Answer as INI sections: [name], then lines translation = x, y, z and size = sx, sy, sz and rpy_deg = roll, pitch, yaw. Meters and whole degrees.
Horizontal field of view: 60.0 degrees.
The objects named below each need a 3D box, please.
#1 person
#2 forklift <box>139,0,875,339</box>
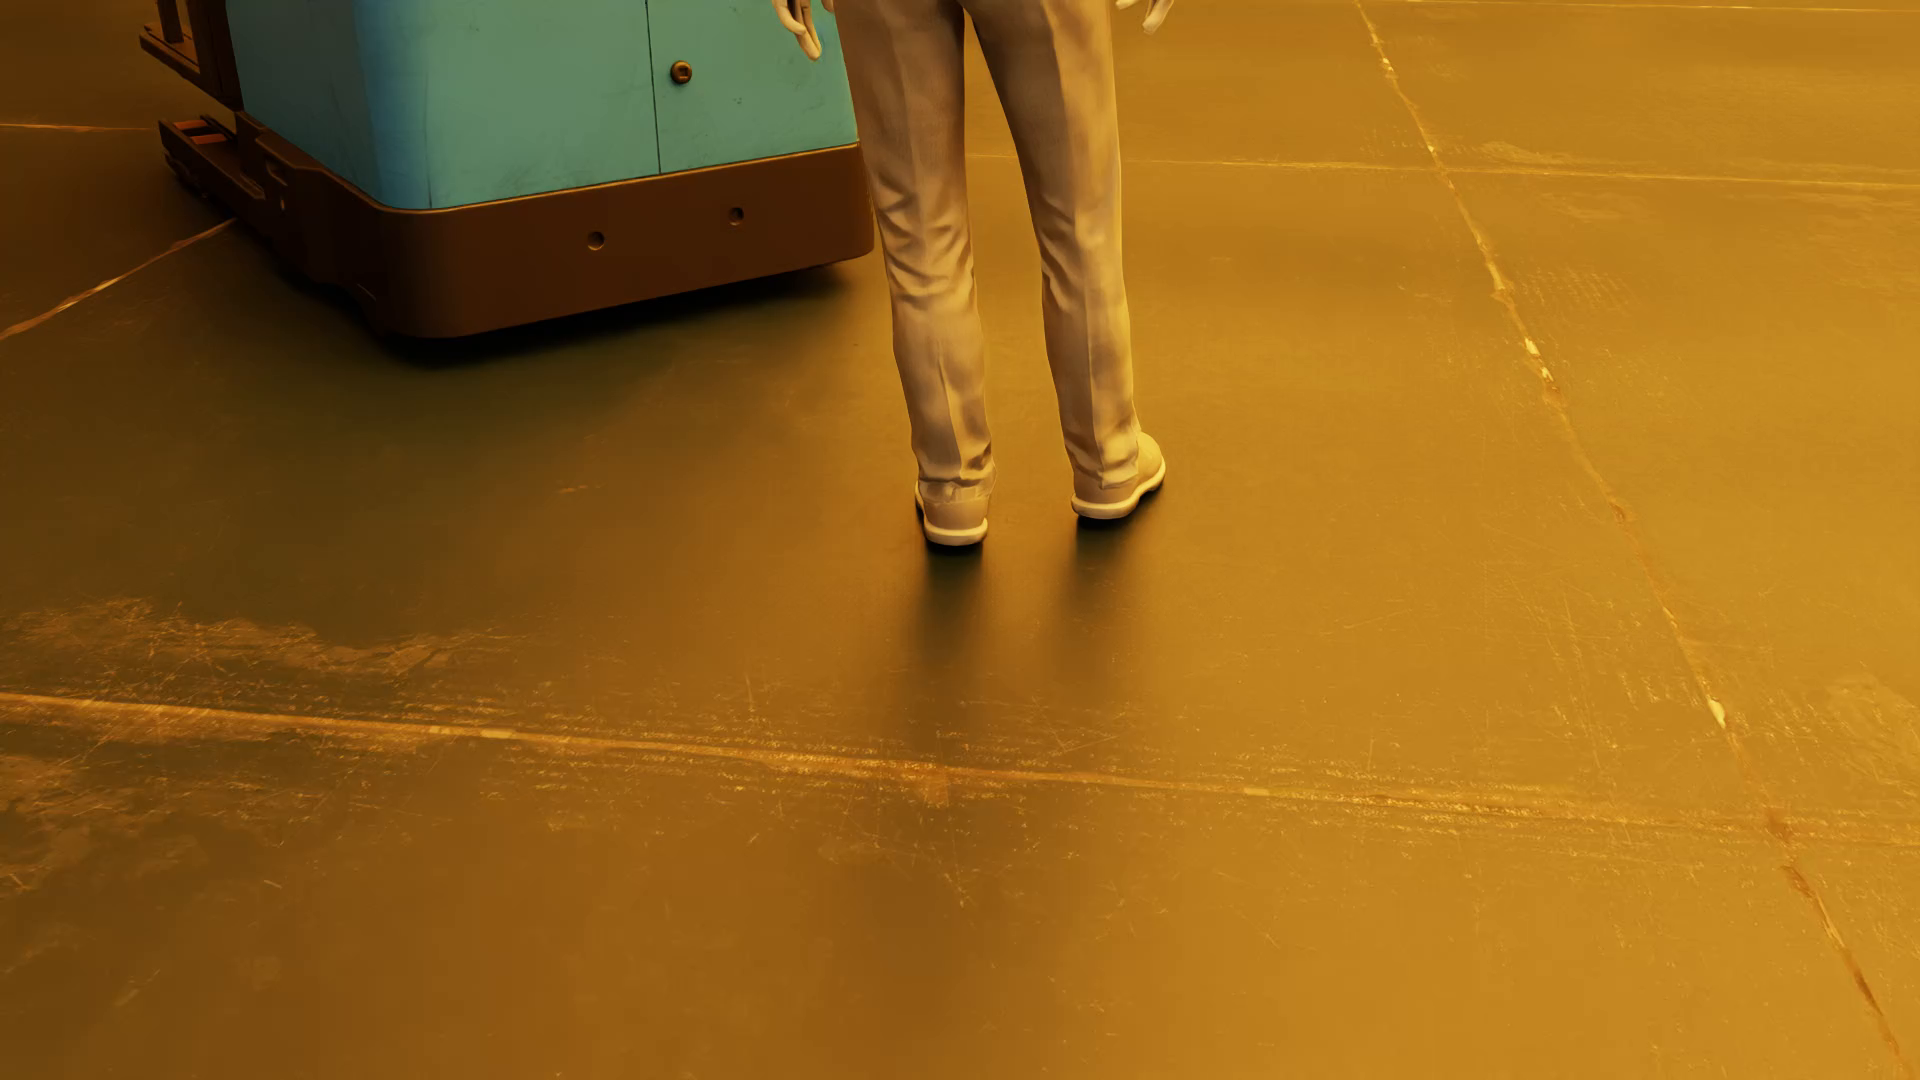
[person]
translation = 0.016, -0.795, 2.178
size = 0.586, 1.694, 0.532
rpy_deg = 3, 27, 7
[forklift]
translation = -1.444, -2.288, 3.804
size = 1.130, 2.935, 3.031
rpy_deg = -17, 31, -31
